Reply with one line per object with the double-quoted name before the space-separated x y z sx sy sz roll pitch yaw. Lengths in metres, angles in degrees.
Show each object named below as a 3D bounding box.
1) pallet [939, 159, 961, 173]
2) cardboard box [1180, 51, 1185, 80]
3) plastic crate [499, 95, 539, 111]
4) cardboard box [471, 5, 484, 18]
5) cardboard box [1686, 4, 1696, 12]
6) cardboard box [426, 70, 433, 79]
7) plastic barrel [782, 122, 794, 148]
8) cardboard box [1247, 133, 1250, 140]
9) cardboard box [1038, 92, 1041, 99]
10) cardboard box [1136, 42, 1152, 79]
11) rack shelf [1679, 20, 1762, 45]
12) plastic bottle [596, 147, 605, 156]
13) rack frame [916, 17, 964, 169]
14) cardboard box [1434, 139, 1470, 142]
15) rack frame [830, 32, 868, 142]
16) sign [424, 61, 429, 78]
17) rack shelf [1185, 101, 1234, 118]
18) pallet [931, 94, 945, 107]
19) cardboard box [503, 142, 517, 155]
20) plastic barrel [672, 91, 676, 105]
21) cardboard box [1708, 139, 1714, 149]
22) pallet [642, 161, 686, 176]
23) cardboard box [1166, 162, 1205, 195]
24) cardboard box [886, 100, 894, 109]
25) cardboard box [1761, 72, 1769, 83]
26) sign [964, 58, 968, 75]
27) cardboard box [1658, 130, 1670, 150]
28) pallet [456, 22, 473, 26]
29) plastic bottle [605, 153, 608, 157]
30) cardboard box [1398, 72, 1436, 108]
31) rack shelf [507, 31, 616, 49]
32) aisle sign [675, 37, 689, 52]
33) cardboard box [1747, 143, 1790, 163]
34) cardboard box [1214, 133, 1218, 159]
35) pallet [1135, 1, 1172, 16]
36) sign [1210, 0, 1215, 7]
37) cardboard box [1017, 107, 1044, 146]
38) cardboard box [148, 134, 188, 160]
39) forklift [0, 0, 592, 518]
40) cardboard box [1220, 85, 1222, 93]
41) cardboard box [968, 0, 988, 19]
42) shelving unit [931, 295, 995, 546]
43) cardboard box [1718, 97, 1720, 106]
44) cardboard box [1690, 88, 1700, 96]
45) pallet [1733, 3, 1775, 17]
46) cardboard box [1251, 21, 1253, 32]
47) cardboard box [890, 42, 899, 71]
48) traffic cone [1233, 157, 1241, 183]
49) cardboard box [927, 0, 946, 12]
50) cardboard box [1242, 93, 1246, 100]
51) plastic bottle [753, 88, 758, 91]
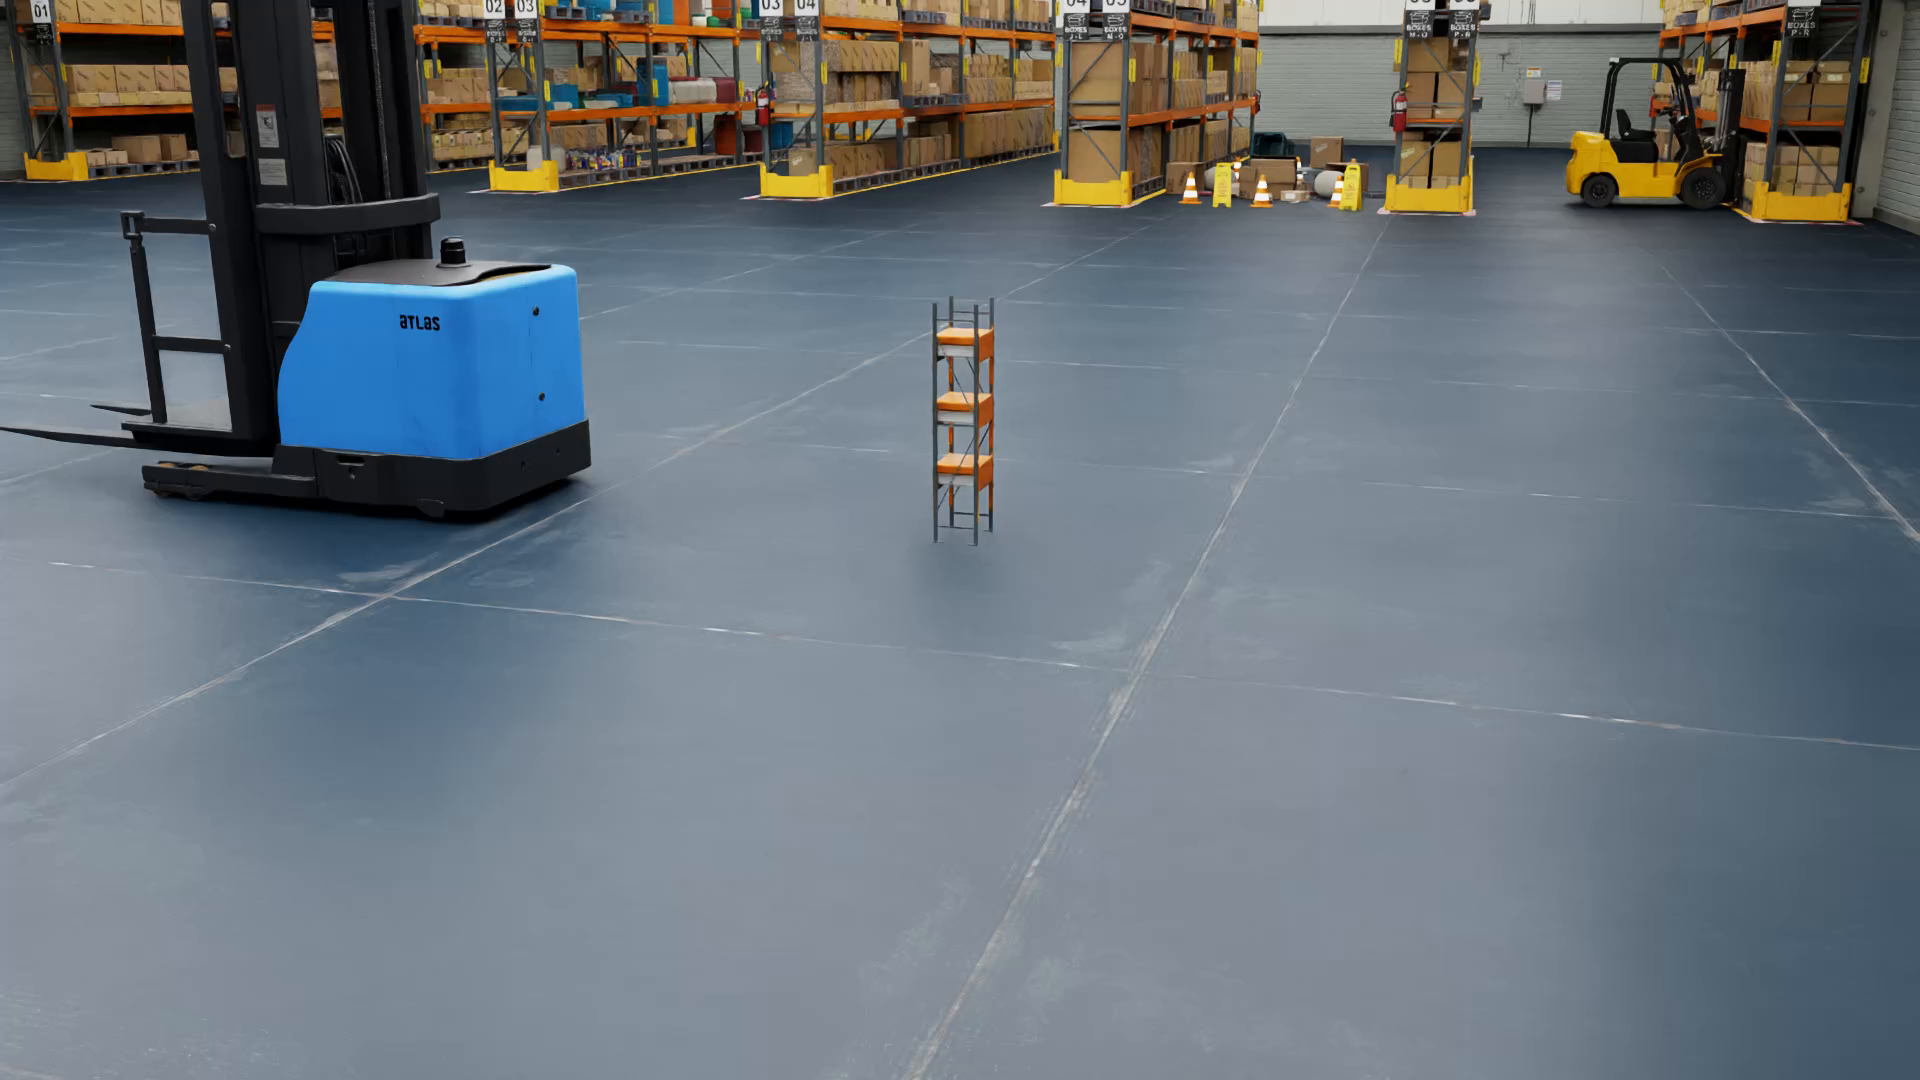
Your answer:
"pallet" -0.629 -7.580 33.667 1.003 0.211 1.213 5 16 16
"cardboard box" 3.753 -8.727 30.584 0.700 0.500 0.500 4 16 15
"plastic crate" -7.573 -7.500 28.546 0.499 0.251 0.616 5 16 16
"cardboard box" -10.283 -11.058 34.826 0.500 0.250 0.500 4 16 15
"cardboard box" 14.238 -10.278 32.078 0.380 0.149 0.250 4 16 15
"cardboard box" -13.406 -11.385 41.208 0.500 0.500 0.500 4 16 15
"plastic barrel" -4.189 -9.608 38.782 0.600 0.901 0.708 5 16 16
"cardboard box" 6.718 -9.621 39.663 0.380 0.149 0.250 4 16 14
"cardboard box" 1.720 -10.644 39.820 0.380 0.149 0.250 5 16 16
"cardboard box" 2.547 -7.595 26.354 0.875 0.550 0.550 5 16 16
"rack shelf" 14.424 -9.594 31.478 1.077 0.370 4.000 5 16 16
"plastic bottle" -6.780 -7.211 31.302 0.144 0.351 0.185 5 16 16
"rack frame" -0.406 -9.126 34.007 1.000 3.000 0.127 5 16 16
"cardboard box" 7.467 -5.837 25.308 0.500 0.500 0.500 4 16 14
"rack frame" -2.881 -11.603 42.740 1.000 3.000 0.127 5 16 16
"sign" -10.507 -9.261 32.750 0.100 0.325 0.005 5 16 16
"rack shelf" 4.889 -8.892 34.501 1.077 0.370 4.000 5 16 16
"pallet" -0.929 -8.513 32.196 1.003 0.211 1.213 5 16 16
"cardboard box" -9.961 -8.483 36.008 0.500 0.250 0.500 4 16 15
"plastic barrel" -5.768 -8.731 32.869 0.301 0.262 0.301 0 16 0
"cardboard box" 13.296 -6.523 28.413 0.875 0.625 0.625 4 16 14
"pallet" -6.105 -7.330 32.787 1.003 0.211 1.213 5 16 16
"cardboard box" 3.727 -5.981 27.496 0.500 0.500 0.500 8 18 25
"cardboard box" -1.402 -7.815 29.845 0.380 0.149 0.250 5 16 16
"cardboard box" 11.701 -6.623 23.810 0.380 0.149 0.250 4 16 14
"sign" 0.117 -9.605 33.720 0.100 0.325 0.005 5 16 16
"cardboard box" 15.338 -8.562 35.830 0.500 0.500 0.500 5 17 17
"pallet" -10.010 -11.063 35.685 1.213 0.211 1.003 5 17 18
"plastic bottle" -6.497 -7.009 30.714 0.061 0.283 0.133 5 16 16
"cardboard box" 6.712 -6.619 24.440 0.500 0.500 0.500 4 16 15
"rack shelf" -9.334 -11.515 38.252 1.077 0.370 4.000 5 16 16
"aisle sign" -7.316 -13.233 43.722 0.394 0.787 0.004 5 16 16
"cardboard box" 11.553 -5.519 23.729 0.500 0.250 0.500 5 17 17
"cardboard box" 5.047 -8.146 34.364 0.500 0.500 0.500 4 16 14
"pallet" 2.942 -8.856 27.719 1.003 0.211 1.213 5 16 16
"sign" 4.851 -10.400 31.908 0.100 0.325 0.005 5 16 16
"cardboard box" 1.504 -9.987 40.167 0.875 0.875 0.875 5 16 16
"cardboard box" -16.047 -7.966 33.693 0.500 0.500 0.500 3 16 12
"forklift" -3.434 -1.732 8.064 3.031 2.935 1.130 5 17 18
"cardboard box" 5.317 -9.525 35.104 0.380 0.149 0.250 4 16 13
"cardboard box" 0.154 -11.357 35.416 0.797 0.503 0.637 4 16 15
"shelving unit" 0.015 -0.519 7.235 0.215 1.050 0.252 5 16 16
"cardboard box" 12.749 -7.139 27.276 0.500 0.250 0.500 5 16 16
"cardboard box" 13.674 -8.256 30.632 0.380 0.149 0.250 5 17 17
"pallet" 12.957 -8.510 26.688 0.805 0.209 1.217 4 16 14
"cardboard box" 6.427 -11.777 38.130 0.500 0.250 0.500 5 17 18
"cardboard box" -1.407 -8.613 29.636 0.500 0.500 0.500 5 16 16
"traffic cone" 5.013 -6.682 30.038 0.336 0.463 0.334 5 16 16
"cardboard box" -0.592 -10.450 32.079 0.500 0.500 0.500 5 17 17
"cardboard box" 6.456 -10.316 38.662 0.380 0.149 0.250 4 16 13
"plastic bottle" -4.632 -10.151 37.849 0.152 0.276 0.135 5 16 16
